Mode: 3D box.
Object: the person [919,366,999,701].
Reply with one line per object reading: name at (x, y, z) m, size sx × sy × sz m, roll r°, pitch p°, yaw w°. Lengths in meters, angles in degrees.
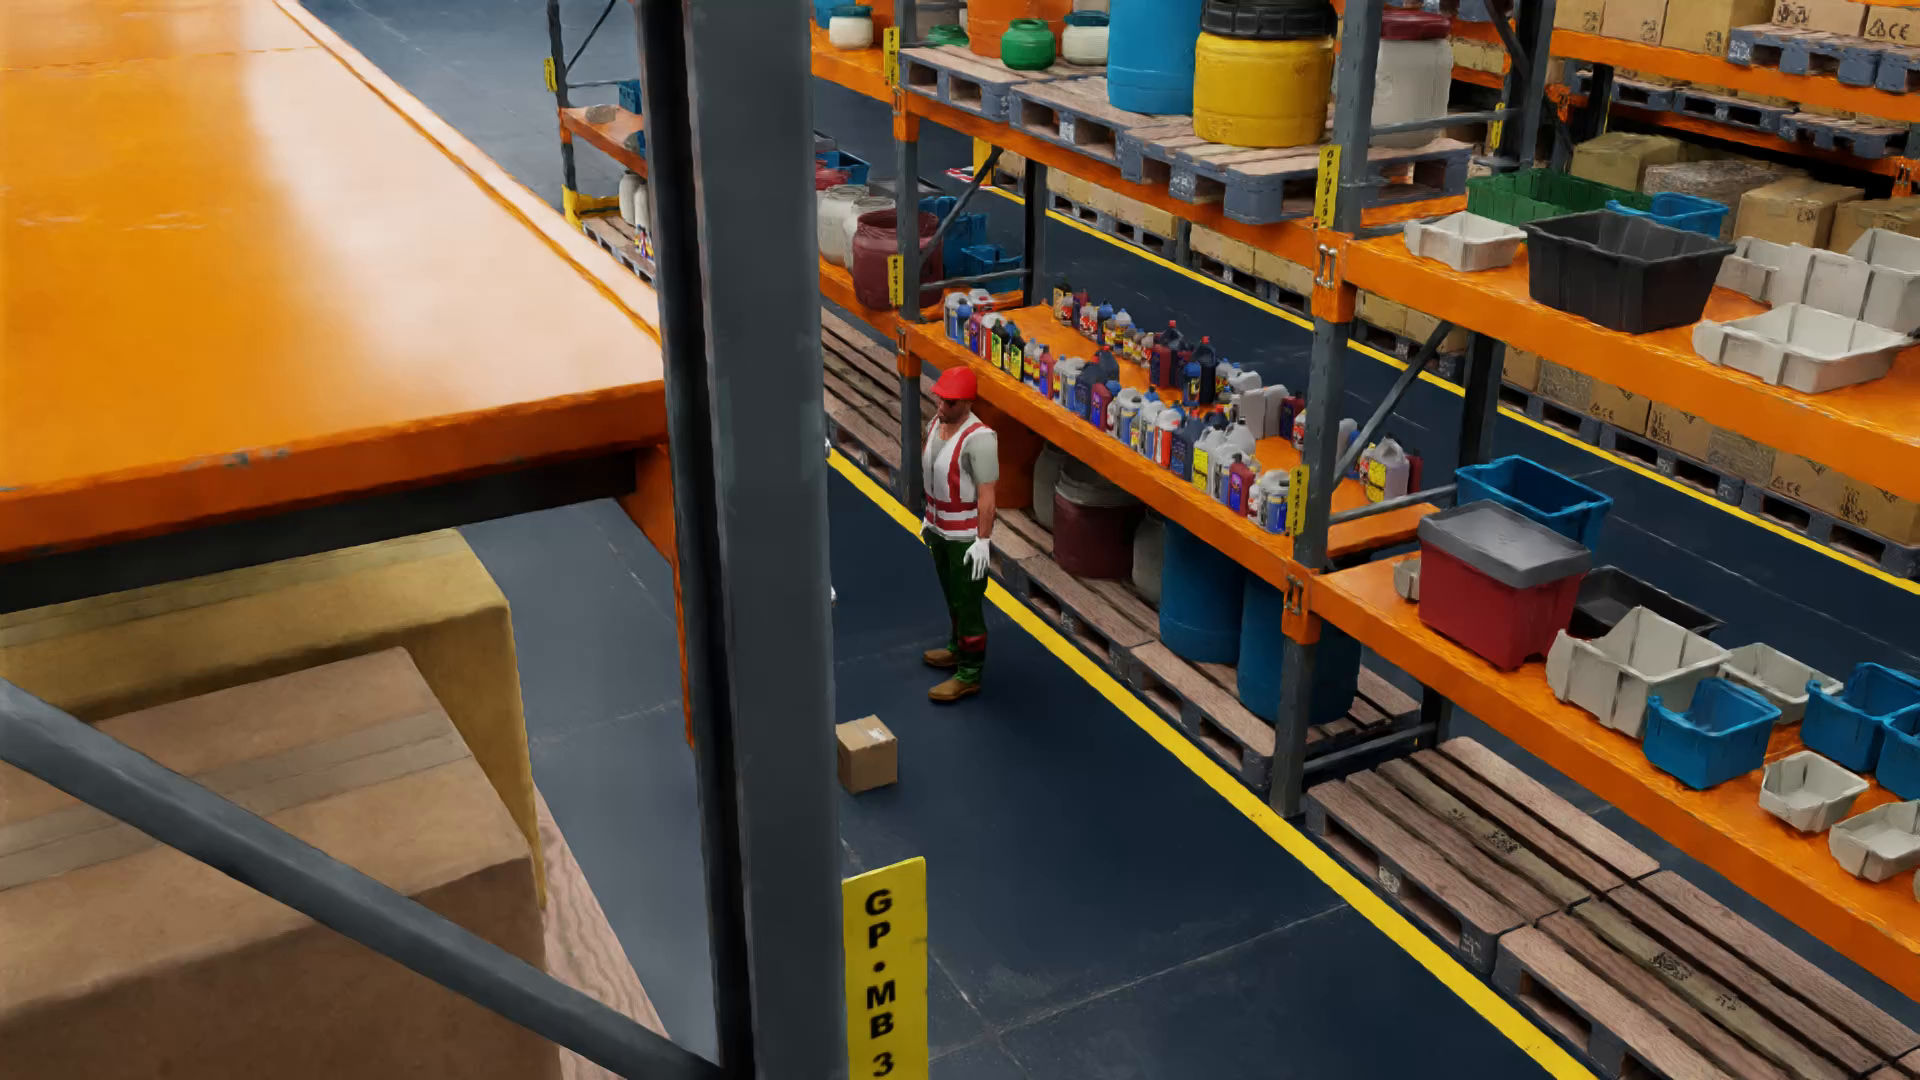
person at (-0.022, -0.035, 8.600) m, size 0.435 × 1.792 × 0.664 m, roll -15°, pitch 29°, yaw -28°
